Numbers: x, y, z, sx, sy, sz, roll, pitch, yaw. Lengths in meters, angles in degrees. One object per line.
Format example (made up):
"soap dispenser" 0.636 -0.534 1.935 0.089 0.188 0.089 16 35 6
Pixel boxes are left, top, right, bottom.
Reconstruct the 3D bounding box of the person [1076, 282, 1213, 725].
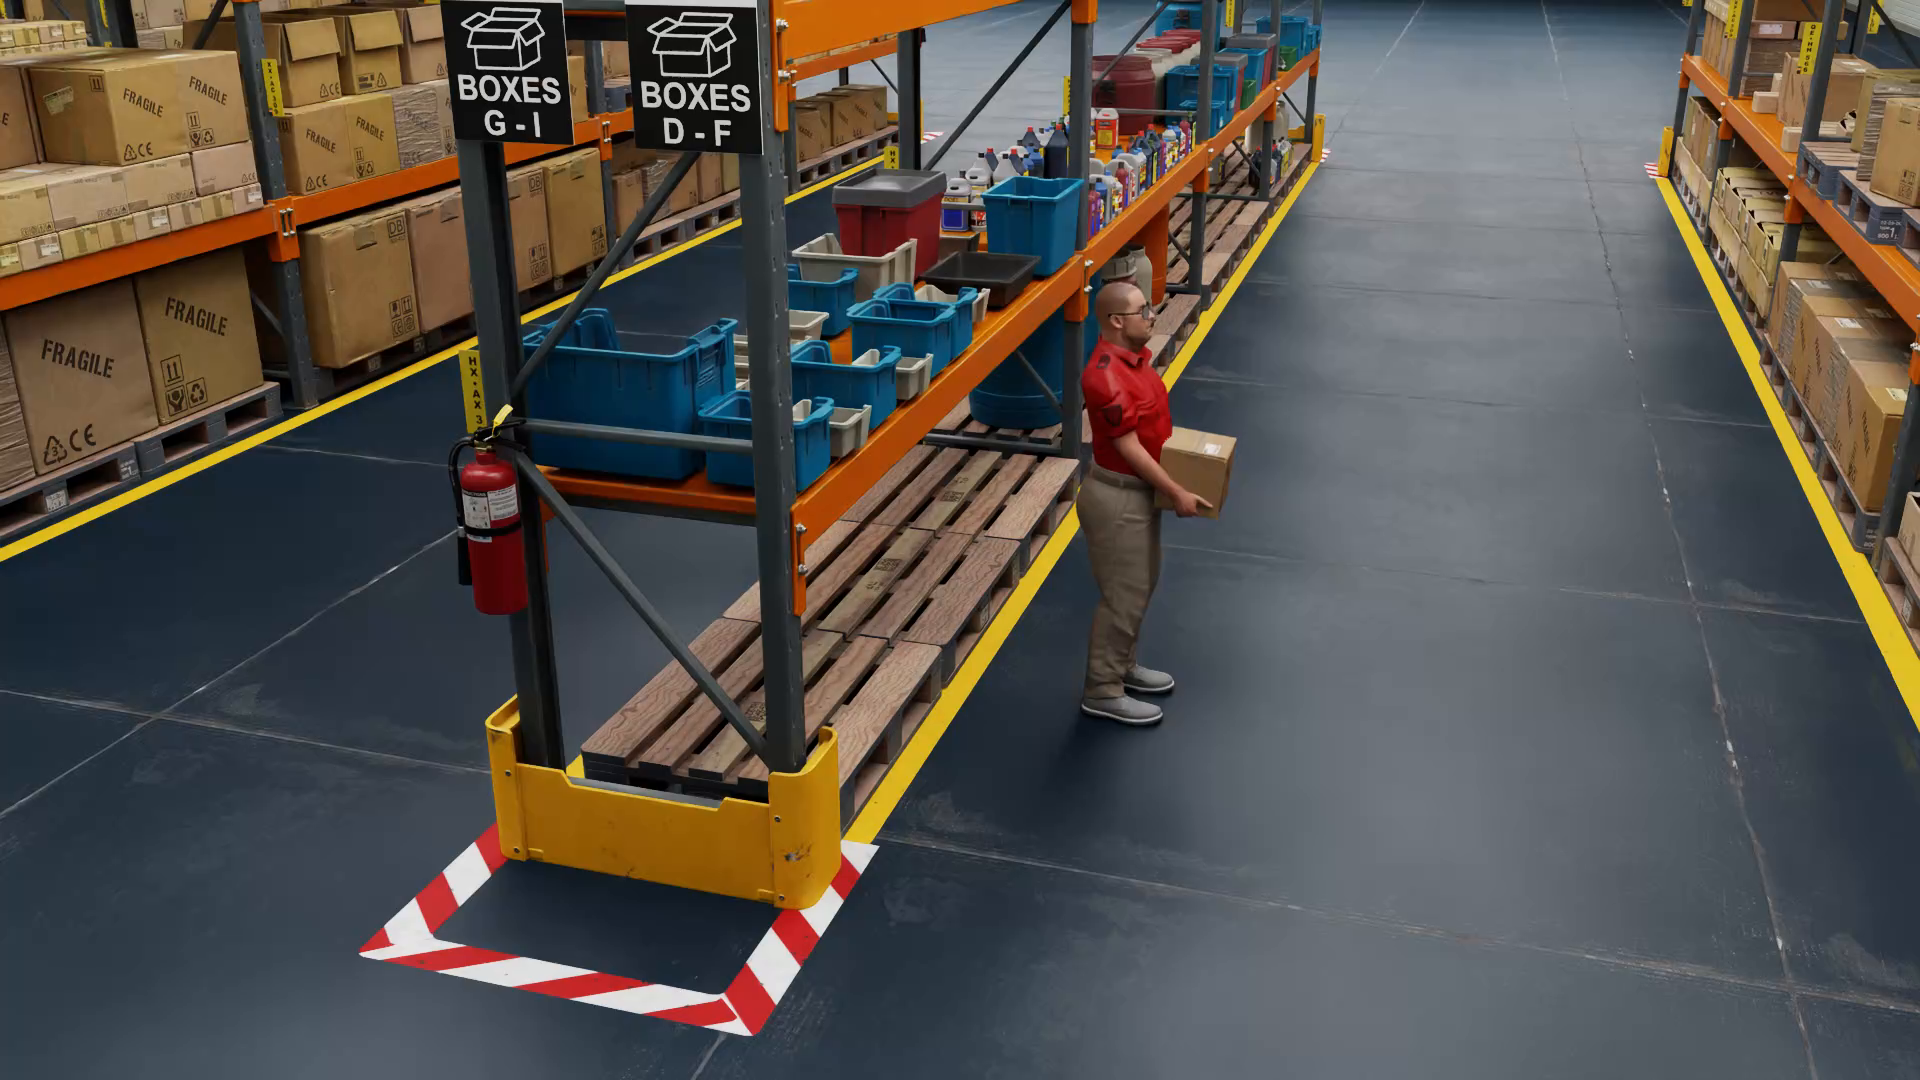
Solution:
"person" 0.737 -0.144 6.476 0.535 1.719 0.504 6 23 15
